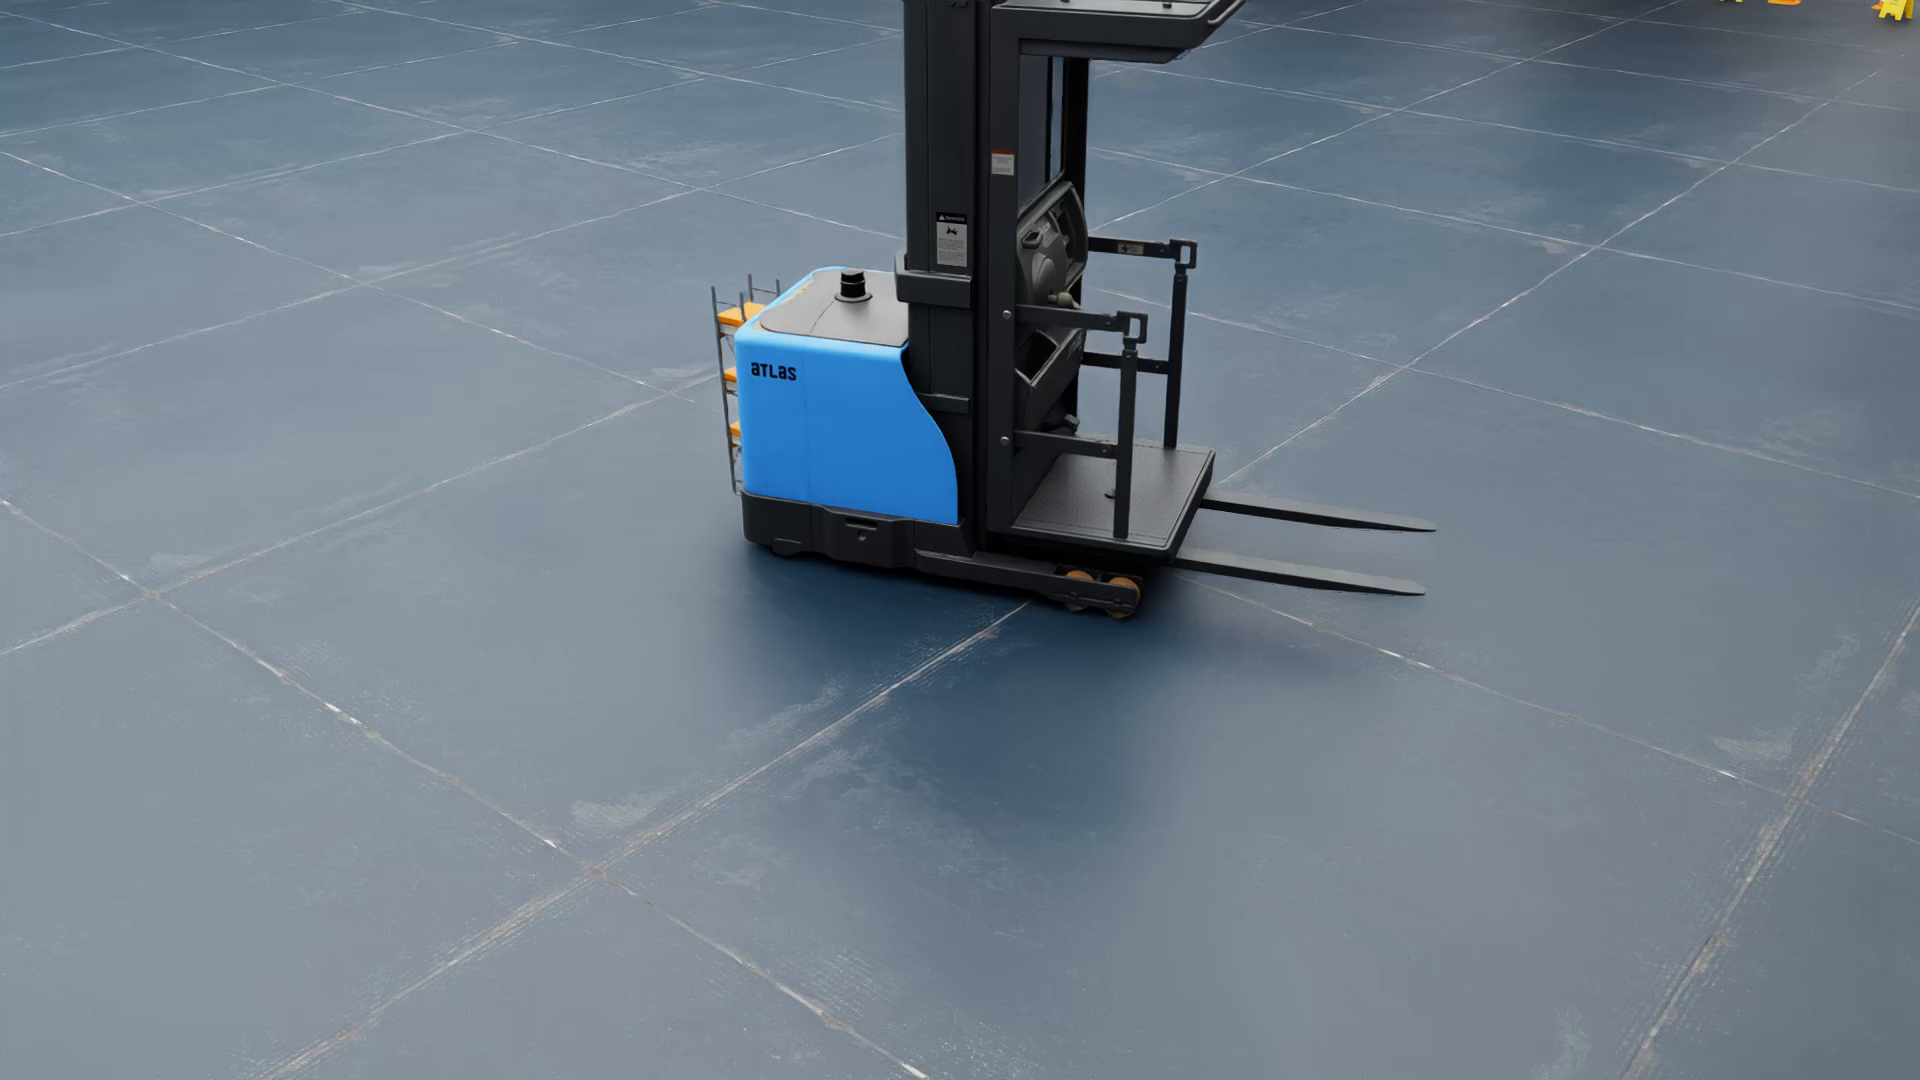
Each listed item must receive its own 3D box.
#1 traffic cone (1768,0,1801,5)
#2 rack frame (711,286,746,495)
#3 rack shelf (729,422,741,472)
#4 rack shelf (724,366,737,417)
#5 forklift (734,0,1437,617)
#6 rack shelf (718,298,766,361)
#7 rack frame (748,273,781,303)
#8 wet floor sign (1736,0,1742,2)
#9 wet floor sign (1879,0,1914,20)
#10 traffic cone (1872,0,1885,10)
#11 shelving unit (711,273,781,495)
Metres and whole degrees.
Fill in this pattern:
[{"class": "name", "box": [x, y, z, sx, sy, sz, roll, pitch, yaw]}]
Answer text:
[{"class": "traffic cone", "box": [10.246, -6.887, 20.560, 0.336, 0.463, 0.334, 21, 34, 34]}, {"class": "rack frame", "box": [-1.058, -0.685, 7.915, 0.200, 1.050, 0.008, 16, 31, 34]}, {"class": "rack shelf", "box": [-0.972, -0.468, 8.124, 0.215, 0.259, 0.240, 16, 31, 34]}, {"class": "rack shelf", "box": [-0.983, -0.719, 8.006, 0.215, 0.259, 0.240, 16, 31, 34]}, {"class": "forklift", "box": [0.579, -1.246, 6.969, 3.031, 2.935, 1.130, 9, 29, 16]}, {"class": "rack shelf", "box": [-0.995, -0.976, 7.886, 0.215, 0.259, 0.240, 16, 31, 34]}, {"class": "rack frame", "box": [-0.910, -0.772, 8.088, 0.200, 1.050, 0.008, 16, 31, 34]}, {"class": "wet floor sign", "box": [9.666, -7.057, 20.689, 0.267, 0.644, 0.232, 15, 31, 26]}, {"class": "wet floor sign", "box": [11.094, -6.481, 19.575, 0.232, 0.644, 0.267, -15, 31, -27]}, {"class": "traffic cone", "box": [11.318, -6.684, 20.166, 0.336, 0.463, 0.334, 21, 34, 34]}, {"class": "shelving unit", "box": [-0.984, -0.729, 8.002, 0.215, 1.050, 0.252, 16, 31, 34]}]
